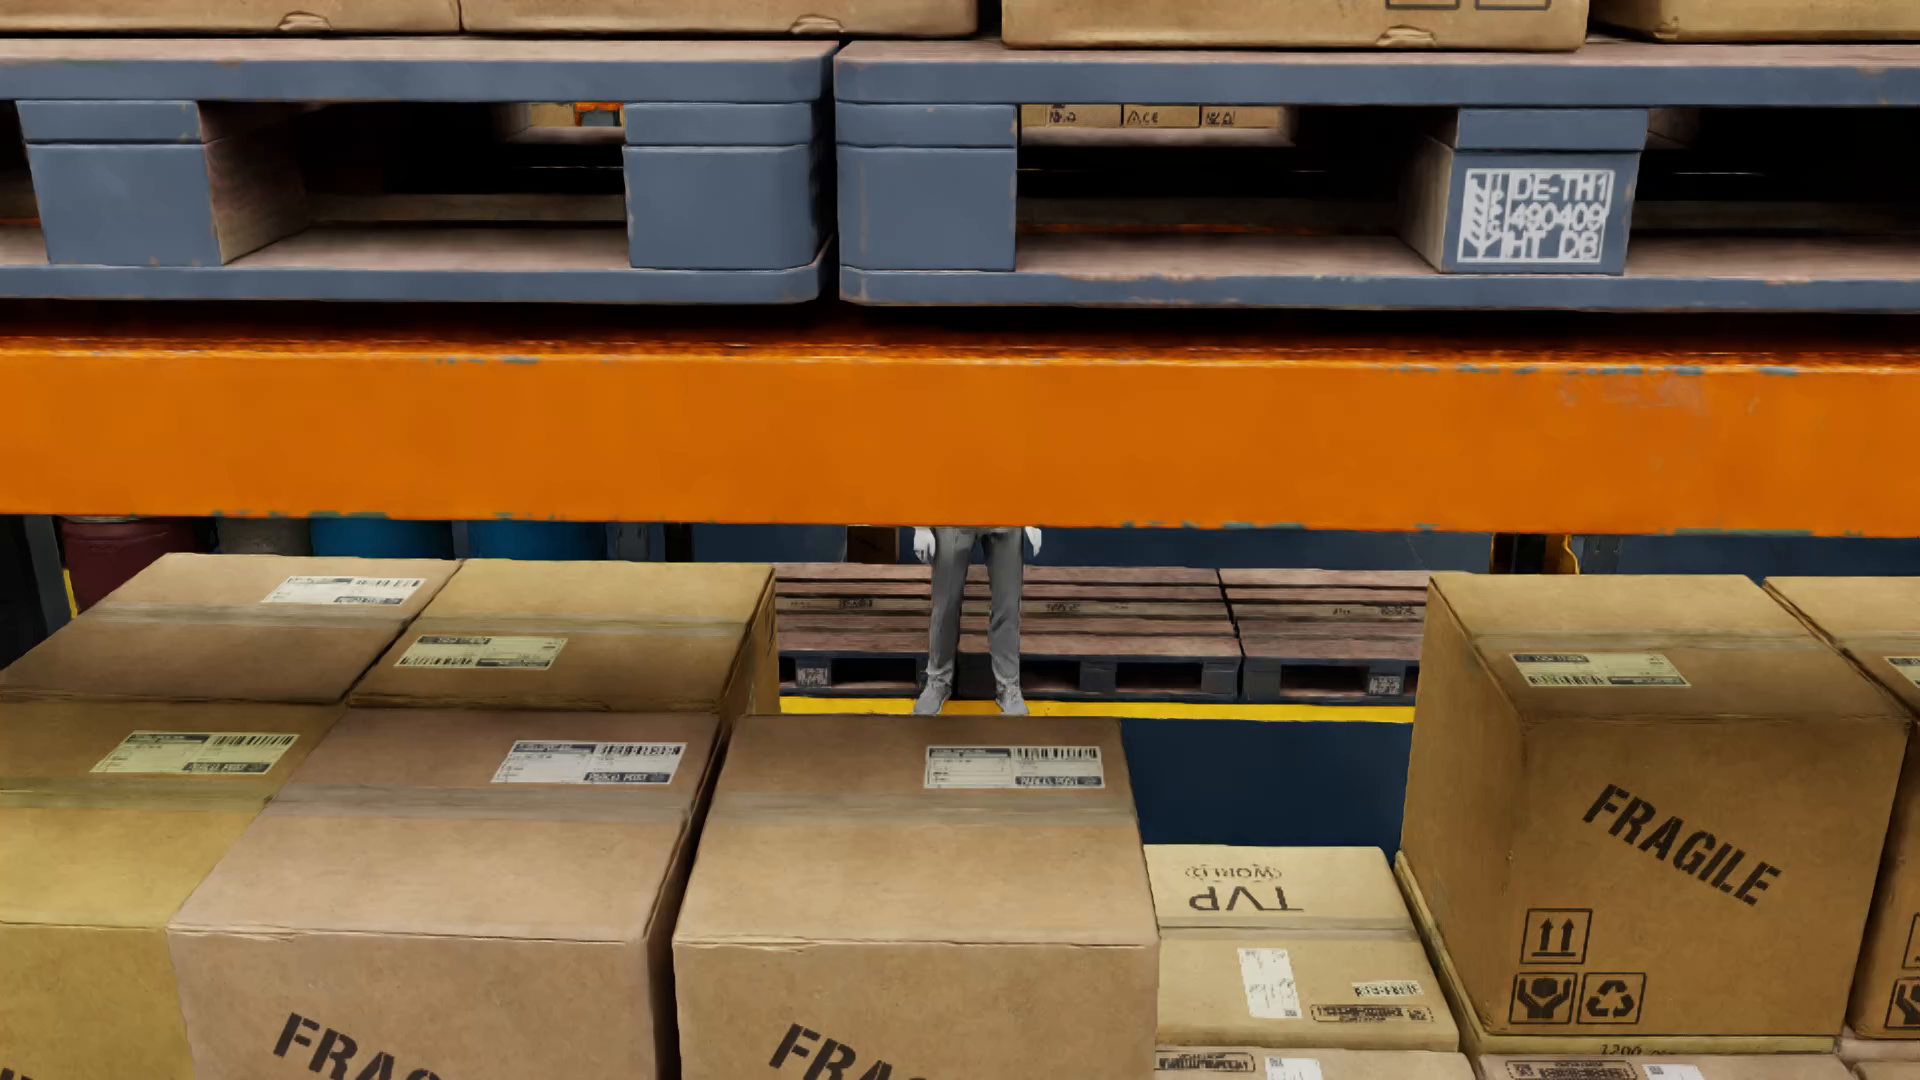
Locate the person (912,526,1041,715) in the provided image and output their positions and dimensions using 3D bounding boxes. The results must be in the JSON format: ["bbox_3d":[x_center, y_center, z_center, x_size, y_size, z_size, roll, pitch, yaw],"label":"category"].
[{"bbox_3d":[0.067,-0.060,6.646,0.537,1.684,0.435,-4,21,-11],"label":"person"}]
